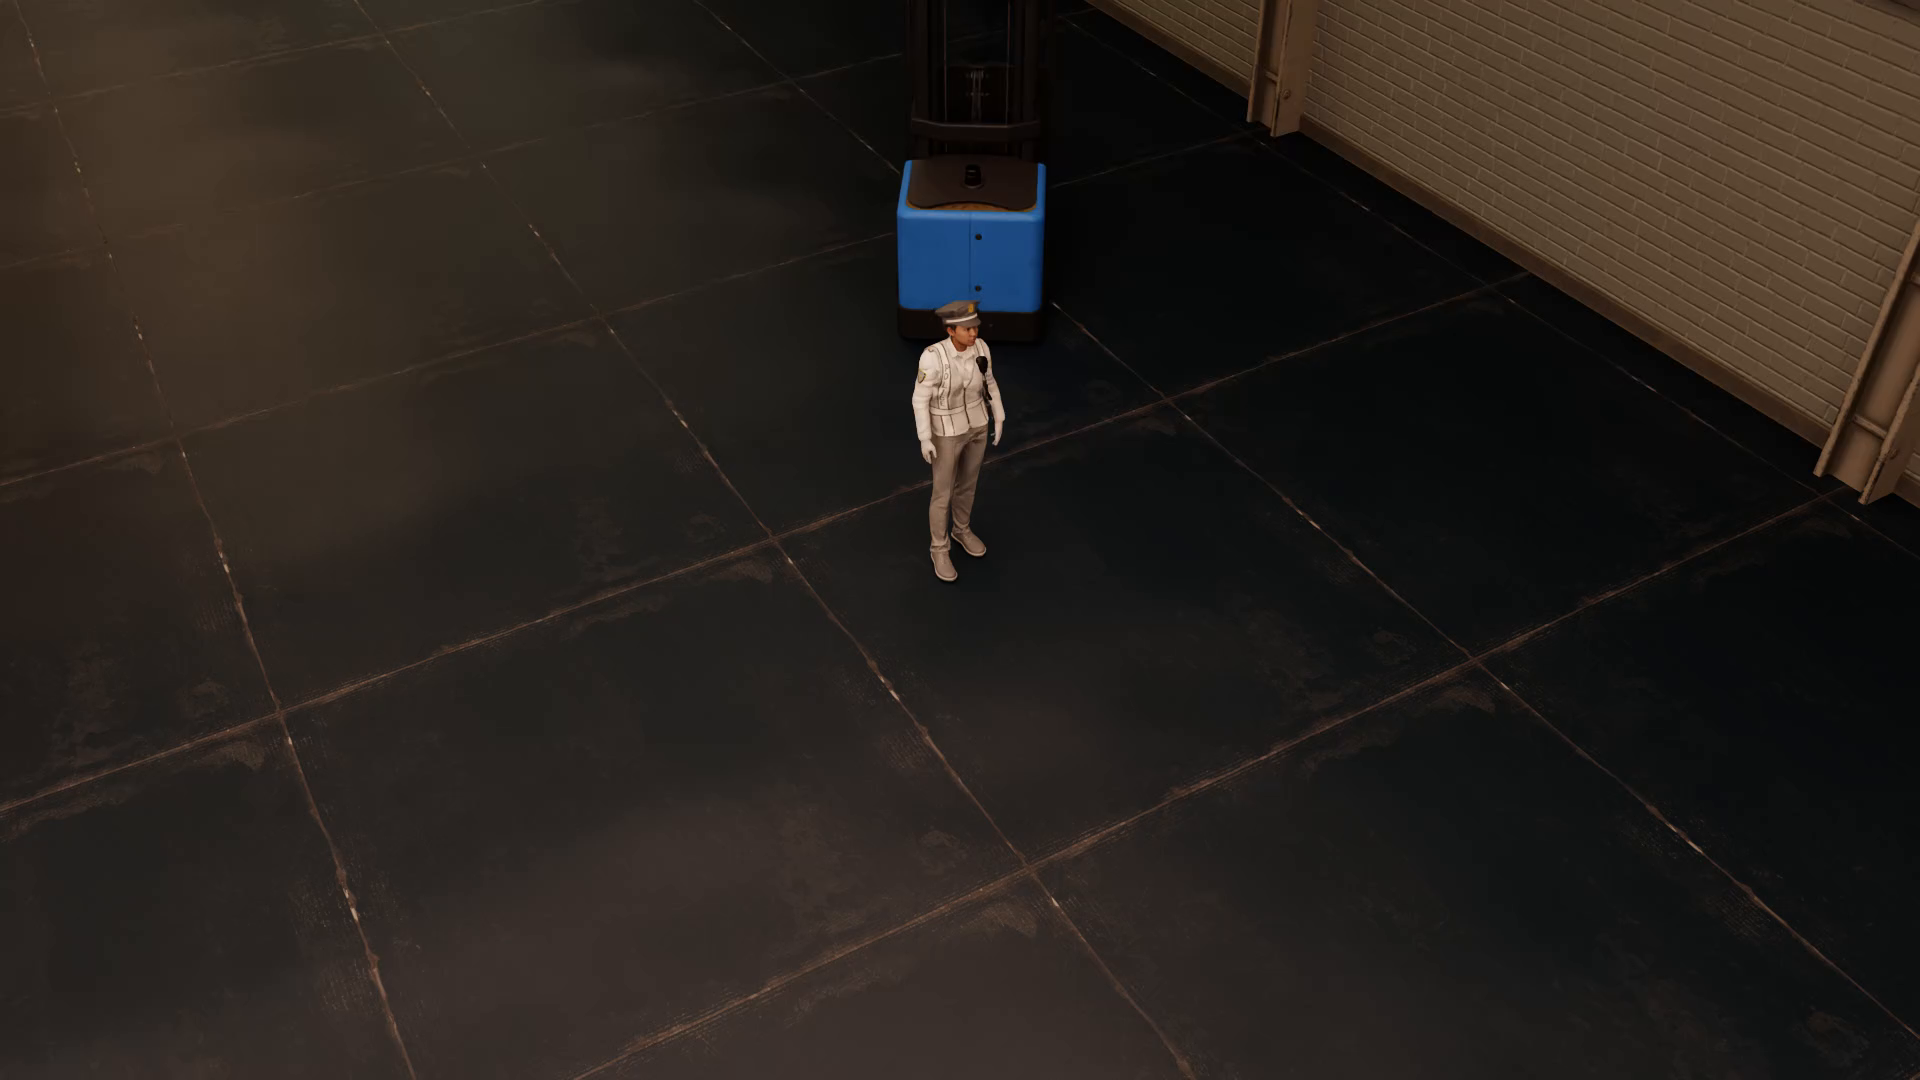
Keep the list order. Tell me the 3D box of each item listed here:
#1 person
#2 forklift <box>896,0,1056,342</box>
[{"bbox_3d":[0.028,-0.618,9.738,0.586,1.694,0.532,-20,44,-23],"label":"person"},{"bbox_3d":[0.146,-3.474,12.225,1.130,2.935,3.031,2,40,2],"label":"forklift"}]
